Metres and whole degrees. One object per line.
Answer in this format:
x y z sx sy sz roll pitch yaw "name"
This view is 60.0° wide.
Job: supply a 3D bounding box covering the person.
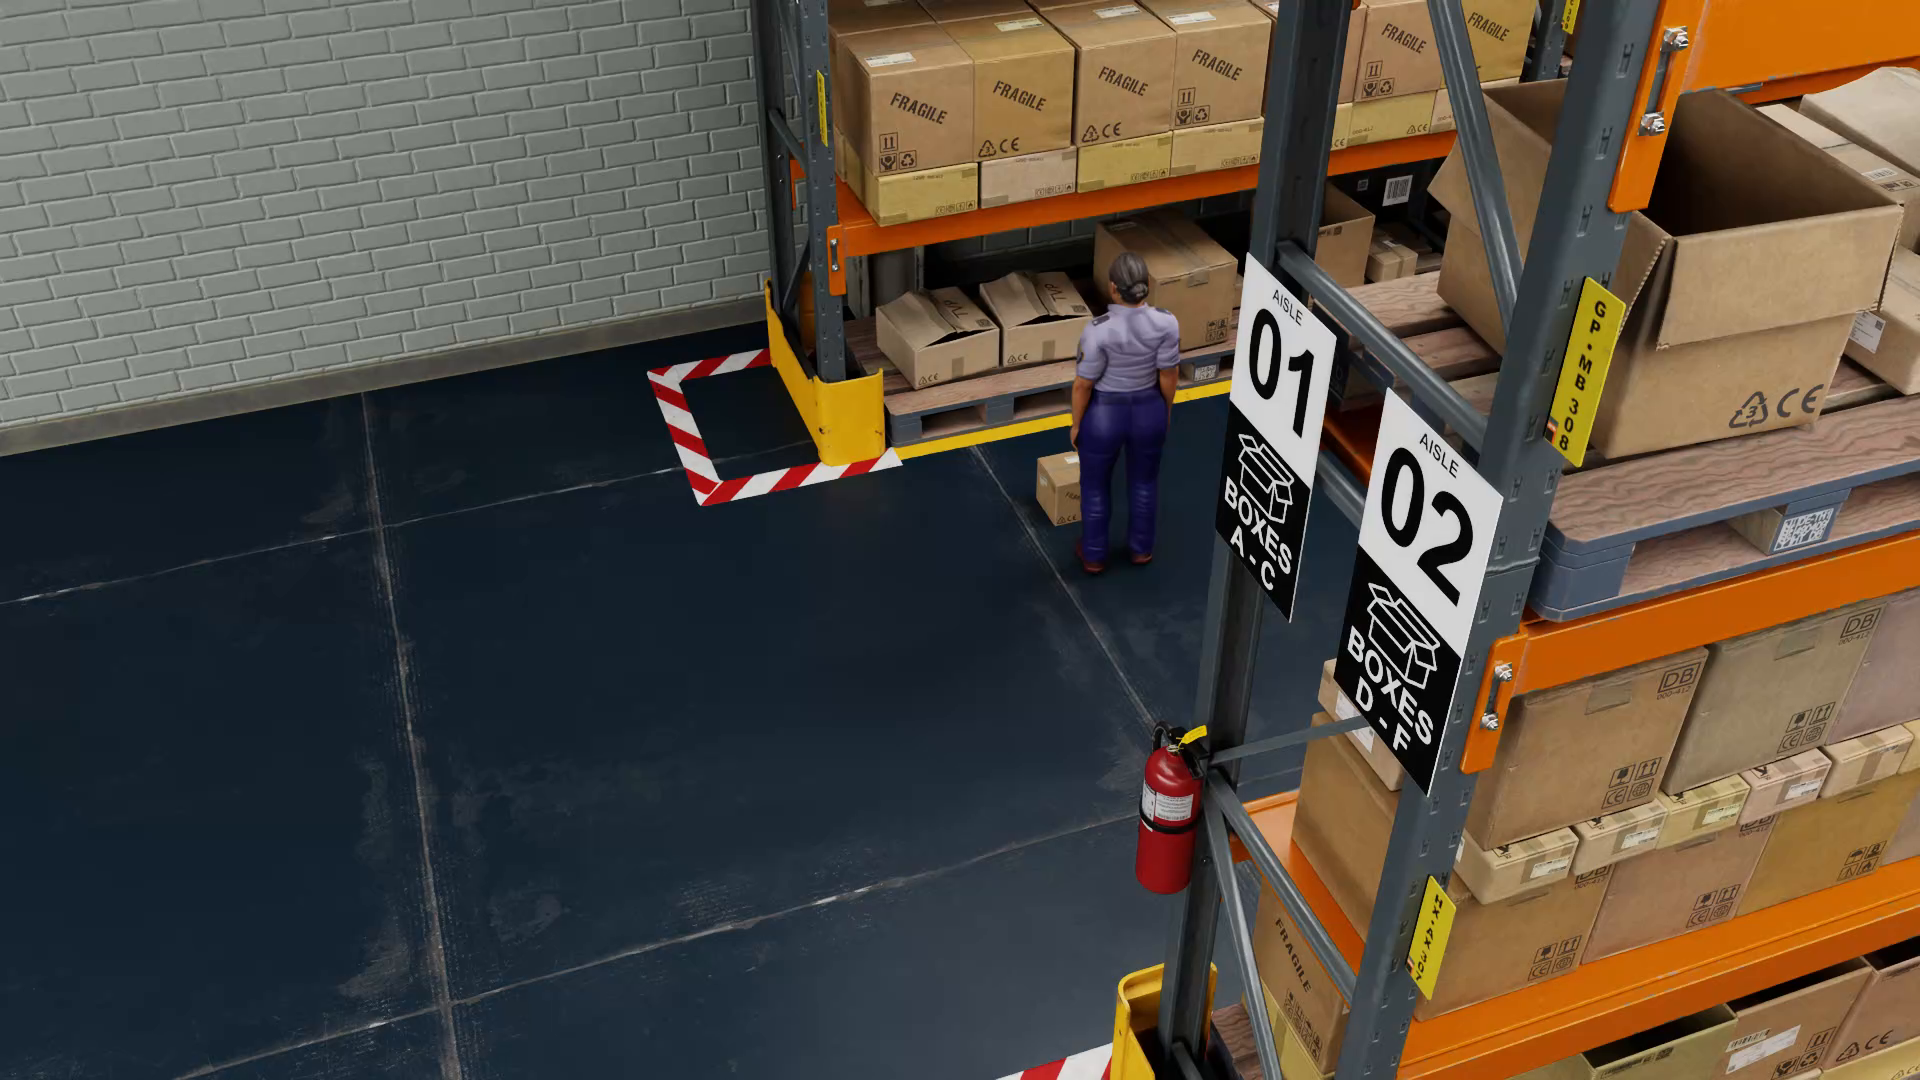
0.712 -0.553 7.490 0.490 1.671 0.390 -8 39 -10 "person"
